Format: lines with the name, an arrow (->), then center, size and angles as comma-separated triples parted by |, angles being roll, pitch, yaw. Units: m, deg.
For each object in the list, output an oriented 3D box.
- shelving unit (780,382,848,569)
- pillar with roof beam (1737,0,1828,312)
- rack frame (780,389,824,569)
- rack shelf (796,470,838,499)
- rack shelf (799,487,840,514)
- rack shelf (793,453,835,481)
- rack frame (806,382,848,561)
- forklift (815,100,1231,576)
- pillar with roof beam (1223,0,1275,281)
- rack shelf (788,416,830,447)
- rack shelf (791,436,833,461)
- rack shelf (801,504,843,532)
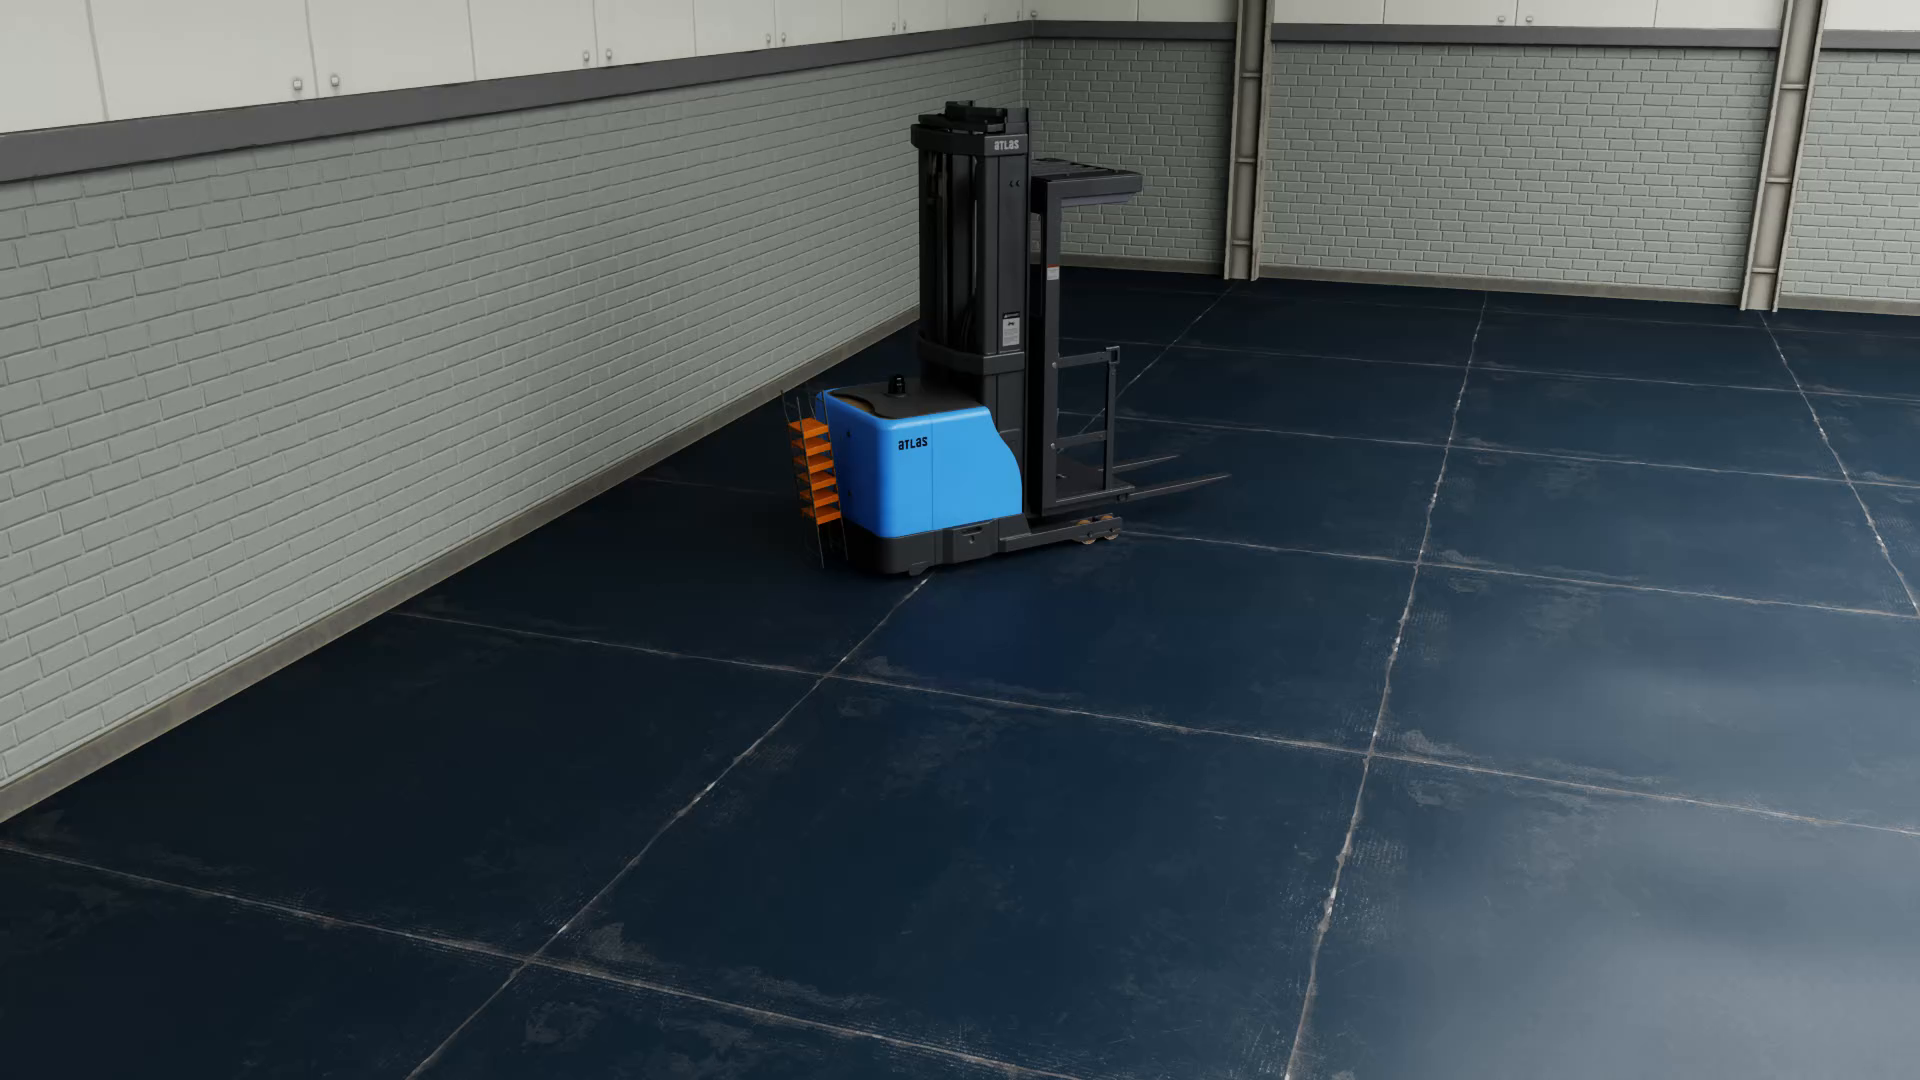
shelving unit -> -0.954, -0.418, 10.930 | 0.189, 1.200, 0.258 | -19, 26, -27
pillar with roof beam -> 7.830, -5.596, 13.959 | 0.400, 9.000, 9.100 | 7, 20, 18
rack frame -> -1.031, -0.391, 10.889 | 0.006, 1.200, 0.240 | -19, 26, -27
rack shelf -> -0.949, -0.377, 10.948 | 0.180, 0.103, 0.258 | -19, 26, -27
rack shelf -> -0.936, -0.268, 10.994 | 0.180, 0.103, 0.258 | -19, 26, -27
rack shelf -> -0.962, -0.487, 10.901 | 0.180, 0.103, 0.258 | -19, 26, -27
rack frame -> -0.877, -0.445, 10.972 | 0.006, 1.200, 0.240 | -19, 26, -27
forklift -> 0.538, -1.491, 11.400 | 3.031, 2.935, 1.130 | -11, 22, -29
pillar with roof beam -> 2.162, -6.244, 15.819 | 0.400, 9.000, 9.100 | 7, 20, 18
rack shelf -> -0.988, -0.707, 10.807 | 0.180, 0.103, 0.258 | -19, 26, -27
rack shelf -> -0.975, -0.597, 10.854 | 0.180, 0.103, 0.258 | -19, 26, -27
rack shelf -> -0.923, -0.158, 11.041 | 0.180, 0.103, 0.258 | -19, 26, -27
